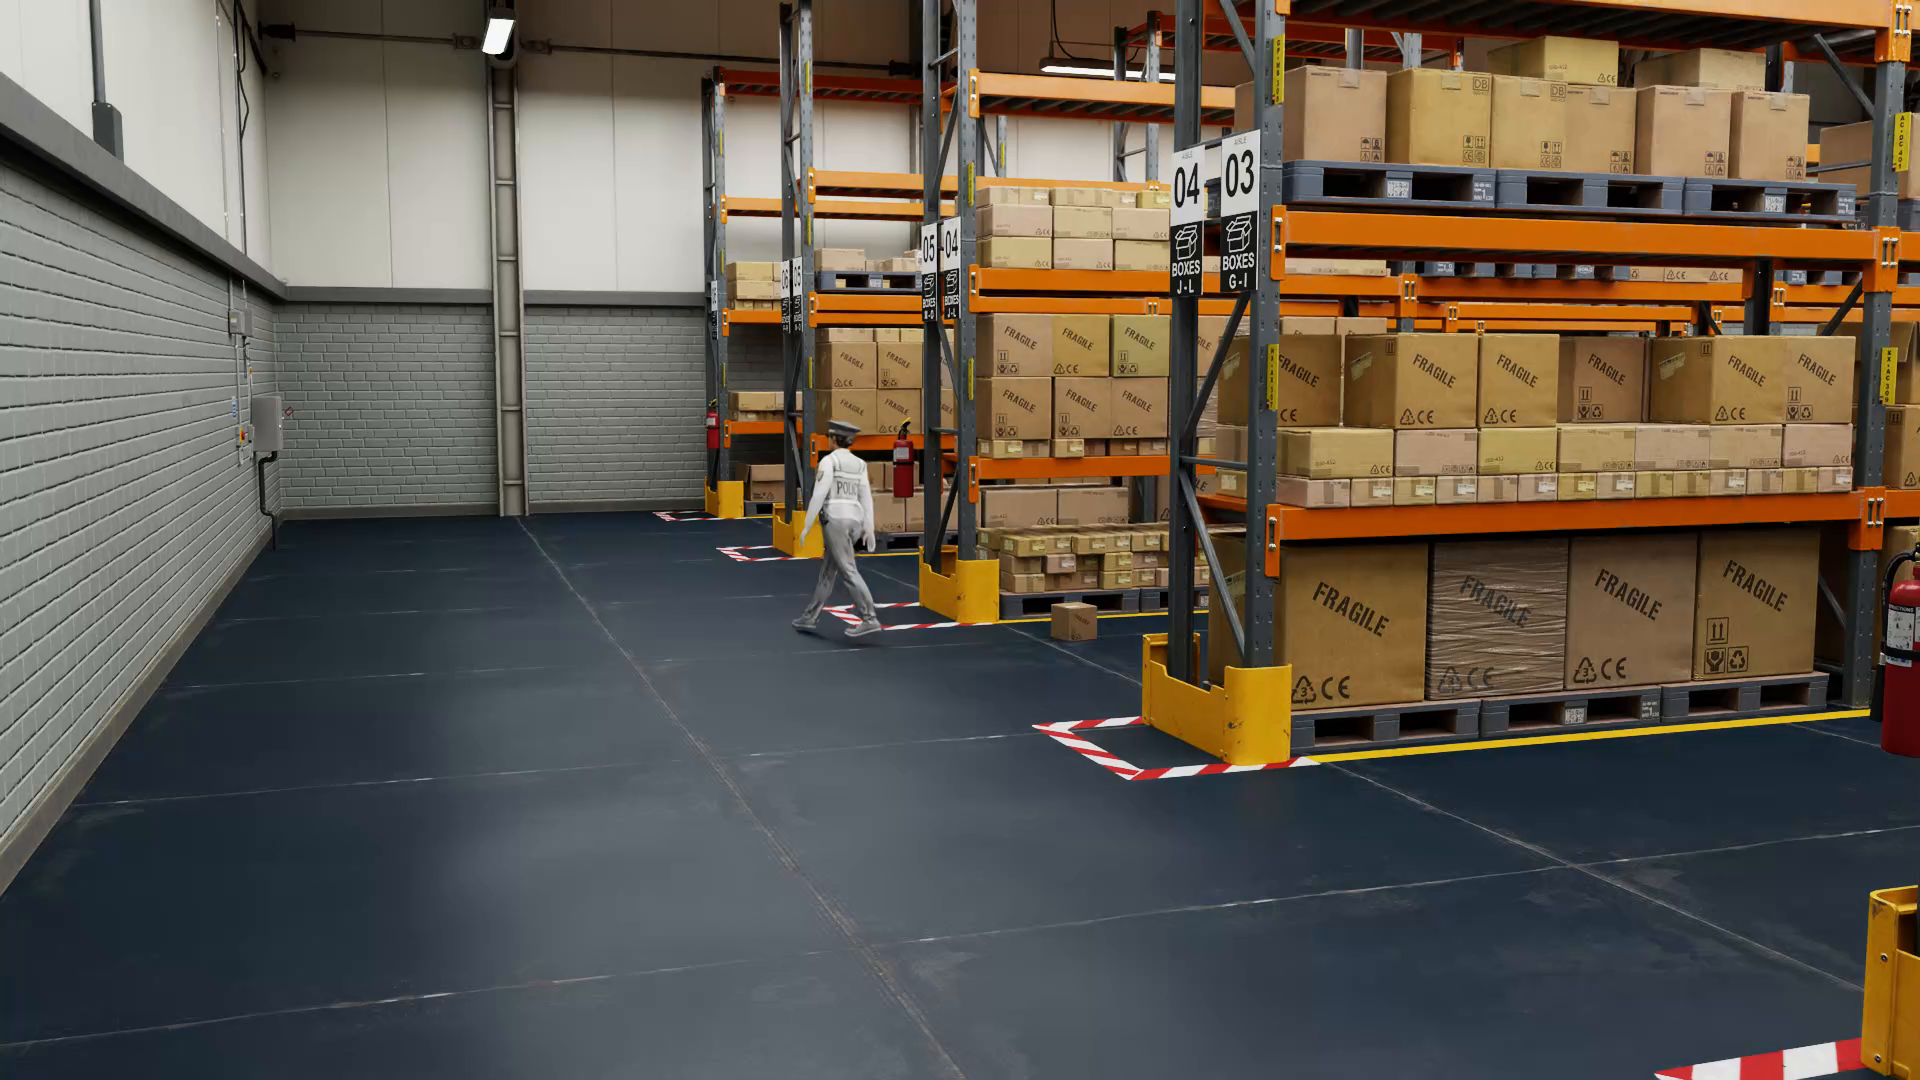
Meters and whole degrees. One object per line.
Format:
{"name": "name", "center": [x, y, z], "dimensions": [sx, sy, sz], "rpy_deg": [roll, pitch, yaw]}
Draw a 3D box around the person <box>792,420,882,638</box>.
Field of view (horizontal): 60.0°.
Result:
{"name": "person", "center": [-0.942, -0.089, 12.464], "dimensions": [0.987, 1.599, 0.548], "rpy_deg": [3, 7, 31]}
